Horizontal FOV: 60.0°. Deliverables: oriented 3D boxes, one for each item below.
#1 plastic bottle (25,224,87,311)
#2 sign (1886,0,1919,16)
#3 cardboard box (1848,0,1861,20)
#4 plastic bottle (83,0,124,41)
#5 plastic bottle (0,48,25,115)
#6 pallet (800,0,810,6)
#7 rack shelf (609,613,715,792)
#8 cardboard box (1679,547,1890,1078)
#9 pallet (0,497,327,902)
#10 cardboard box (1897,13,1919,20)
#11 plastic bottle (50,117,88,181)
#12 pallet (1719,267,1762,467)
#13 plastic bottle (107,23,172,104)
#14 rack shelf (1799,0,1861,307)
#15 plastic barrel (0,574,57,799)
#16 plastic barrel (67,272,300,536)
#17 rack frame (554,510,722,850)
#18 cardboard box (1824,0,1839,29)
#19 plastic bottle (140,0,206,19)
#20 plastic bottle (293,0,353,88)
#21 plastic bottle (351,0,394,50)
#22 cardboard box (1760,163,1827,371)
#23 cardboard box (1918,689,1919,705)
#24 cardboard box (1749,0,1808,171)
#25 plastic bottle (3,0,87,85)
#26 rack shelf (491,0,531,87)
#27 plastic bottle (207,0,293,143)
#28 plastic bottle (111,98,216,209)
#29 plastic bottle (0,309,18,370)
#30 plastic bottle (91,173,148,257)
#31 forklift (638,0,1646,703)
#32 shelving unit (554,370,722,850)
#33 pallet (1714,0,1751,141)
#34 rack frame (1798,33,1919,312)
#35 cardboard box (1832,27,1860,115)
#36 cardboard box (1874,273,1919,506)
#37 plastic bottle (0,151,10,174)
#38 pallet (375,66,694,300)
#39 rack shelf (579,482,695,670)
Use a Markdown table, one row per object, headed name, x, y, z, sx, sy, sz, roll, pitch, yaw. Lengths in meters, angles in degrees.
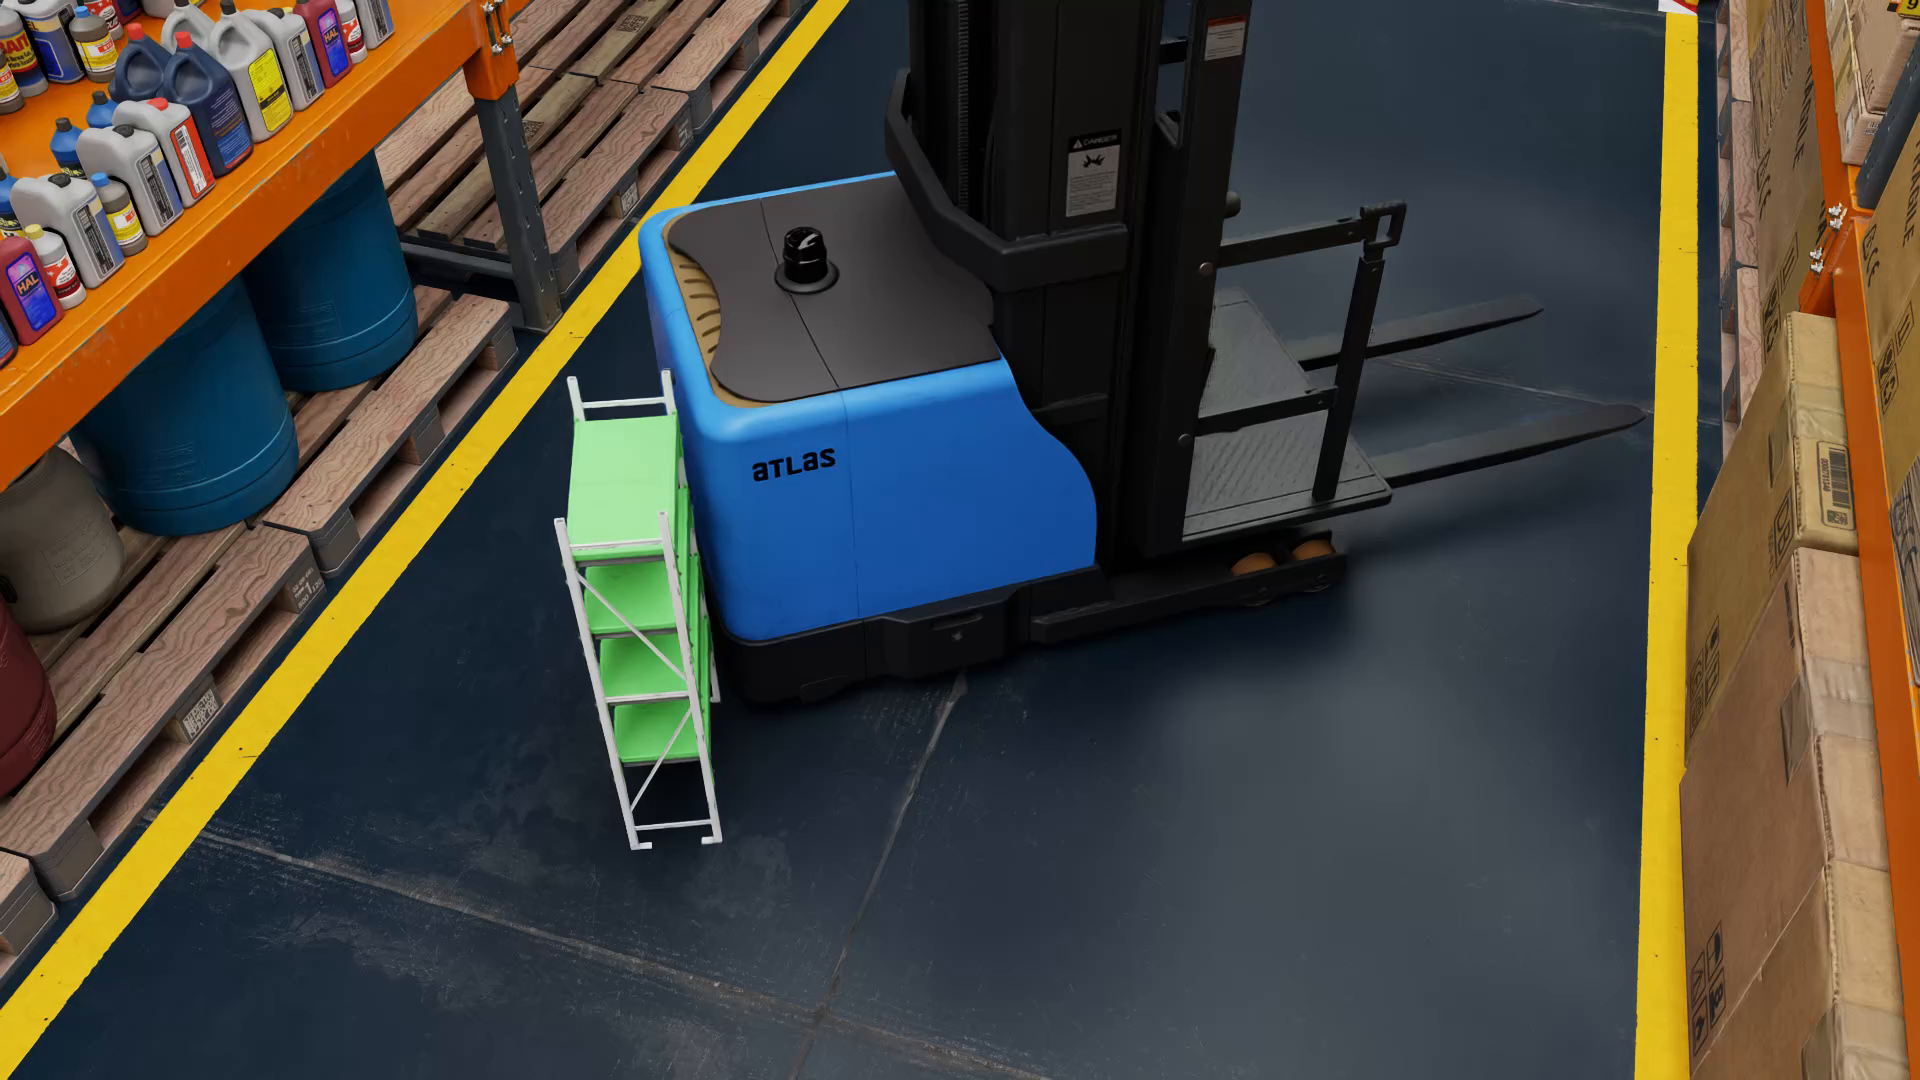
| name | x | y | z | sx | sy | sz | roll | pitch | yaw |
| --- | --- | --- | --- | --- | --- | --- | --- | --- | --- |
| plastic bottle | -2.141 | -0.648 | 3.909 | 0.097 | 0.201 | 0.097 | 0 | 44 | 0 |
| sign | 2.245 | -1.362 | 3.822 | 0.100 | 0.325 | 0.005 | 13 | 46 | 13 |
| cardboard box | 2.812 | -1.656 | 4.692 | 0.500 | 0.250 | 0.500 | 14 | 46 | 14 |
| plastic bottle | -2.522 | -1.562 | 4.844 | 0.097 | 0.201 | 0.097 | 0 | 44 | 0 |
| plastic bottle | -2.651 | -1.278 | 4.553 | 0.097 | 0.201 | 0.097 | 0 | 44 | 0 |
| pallet | -1.022 | -3.085 | 8.252 | 1.003 | 0.211 | 1.213 | 13 | 46 | 13 |
| rack shelf | -0.780 | 0.426 | 4.391 | 0.258 | 0.148 | 0.480 | -4 | 45 | -5 |
| cardboard box | 2.330 | 0.728 | 3.580 | 1.225 | 0.875 | 0.875 | 11 | 45 | 11 |
| pallet | -2.587 | 0.361 | 4.730 | 1.003 | 0.211 | 1.213 | 13 | 46 | 13 |
| cardboard box | 2.658 | -1.592 | 4.090 | 0.500 | 0.500 | 0.500 | 14 | 46 | 14 |
| plastic bottle | -2.186 | -0.924 | 4.142 | 0.097 | 0.271 | 0.097 | 0 | 44 | 0 |
| pallet | 3.079 | -0.401 | 5.509 | 1.003 | 0.211 | 1.213 | 13 | 46 | 13 |
| plastic bottle | -2.106 | -1.165 | 4.331 | 0.144 | 0.351 | 0.185 | 13 | 46 | 13 |
| rack shelf | 3.380 | -1.984 | 5.647 | 1.077 | 0.370 | 4.000 | 13 | 46 | 13 |
| plastic barrel | -2.684 | 0.339 | 4.183 | 0.600 | 0.588 | 0.708 | 13 | 46 | 13 |
| plastic barrel | -2.342 | -0.526 | 4.843 | 0.600 | 0.901 | 0.708 | 13 | 46 | 13 |
| rack frame | -0.753 | 0.379 | 4.005 | 0.240 | 1.200 | 0.015 | -4 | 45 | -5 |
| cardboard box | 2.788 | -1.605 | 4.925 | 0.380 | 0.149 | 0.250 | 13 | 46 | 13 |
| plastic bottle | -2.374 | -1.746 | 4.925 | 0.144 | 0.351 | 0.185 | 13 | 46 | 13 |
| plastic bottle | -1.784 | -1.420 | 4.640 | 0.061 | 0.283 | 0.133 | 13 | 46 | 13 |
| plastic bottle | -1.758 | -1.581 | 4.810 | 0.152 | 0.276 | 0.135 | 13 | 46 | 13 |
| cardboard box | 3.050 | -0.722 | 5.062 | 0.875 | 0.875 | 0.875 | 13 | 46 | 13 |
| cardboard box | 1.942 | 0.324 | 2.702 | 0.500 | 0.500 | 0.500 | 13 | 46 | 13 |
| cardboard box | 3.592 | -1.915 | 6.281 | 0.875 | 0.875 | 0.875 | 13 | 46 | 13 |
| plastic bottle | -2.560 | -1.441 | 4.666 | 0.152 | 0.276 | 0.135 | 13 | 46 | 13 |
| rack shelf | -1.341 | -3.033 | 6.719 | 1.077 | 0.370 | 4.000 | 13 | 46 | 13 |
| plastic bottle | -1.913 | -1.257 | 4.425 | 0.144 | 0.351 | 0.185 | 13 | 46 | 13 |
| plastic bottle | -2.021 | -1.002 | 4.218 | 0.152 | 0.276 | 0.135 | 13 | 46 | 13 |
| plastic bottle | -2.246 | -0.523 | 3.675 | 0.144 | 0.351 | 0.185 | 13 | 46 | 13 |
| plastic bottle | -2.071 | -0.802 | 4.067 | 0.097 | 0.201 | 0.097 | 0 | 44 | 0 |
| forklift | 0.660 | -1.188 | 4.368 | 3.031 | 2.935 | 1.130 | -12 | 46 | -12 |
| shelving unit | -0.780 | 0.209 | 4.178 | 0.258 | 1.200 | 0.503 | -4 | 45 | -5 |
| pallet | 3.818 | -2.028 | 7.171 | 1.003 | 0.211 | 1.213 | 13 | 46 | 13 |
| rack frame | 2.774 | -0.908 | 4.033 | 1.000 | 3.000 | 0.127 | 13 | 46 | 13 |
| cardboard box | 2.632 | -1.263 | 4.575 | 0.380 | 0.149 | 0.250 | 13 | 46 | 13 |
| cardboard box | 2.245 | -0.355 | 3.396 | 0.500 | 0.500 | 0.500 | 13 | 46 | 13 |
| plastic bottle | -2.585 | -1.035 | 4.252 | 0.152 | 0.276 | 0.135 | 13 | 46 | 13 |
| pallet | -1.761 | -1.459 | 6.590 | 1.003 | 0.211 | 1.213 | 13 | 46 | 13 |
| rack shelf | -0.780 | 0.083 | 4.055 | 0.258 | 0.148 | 0.480 | -4 | 45 | -5 |
